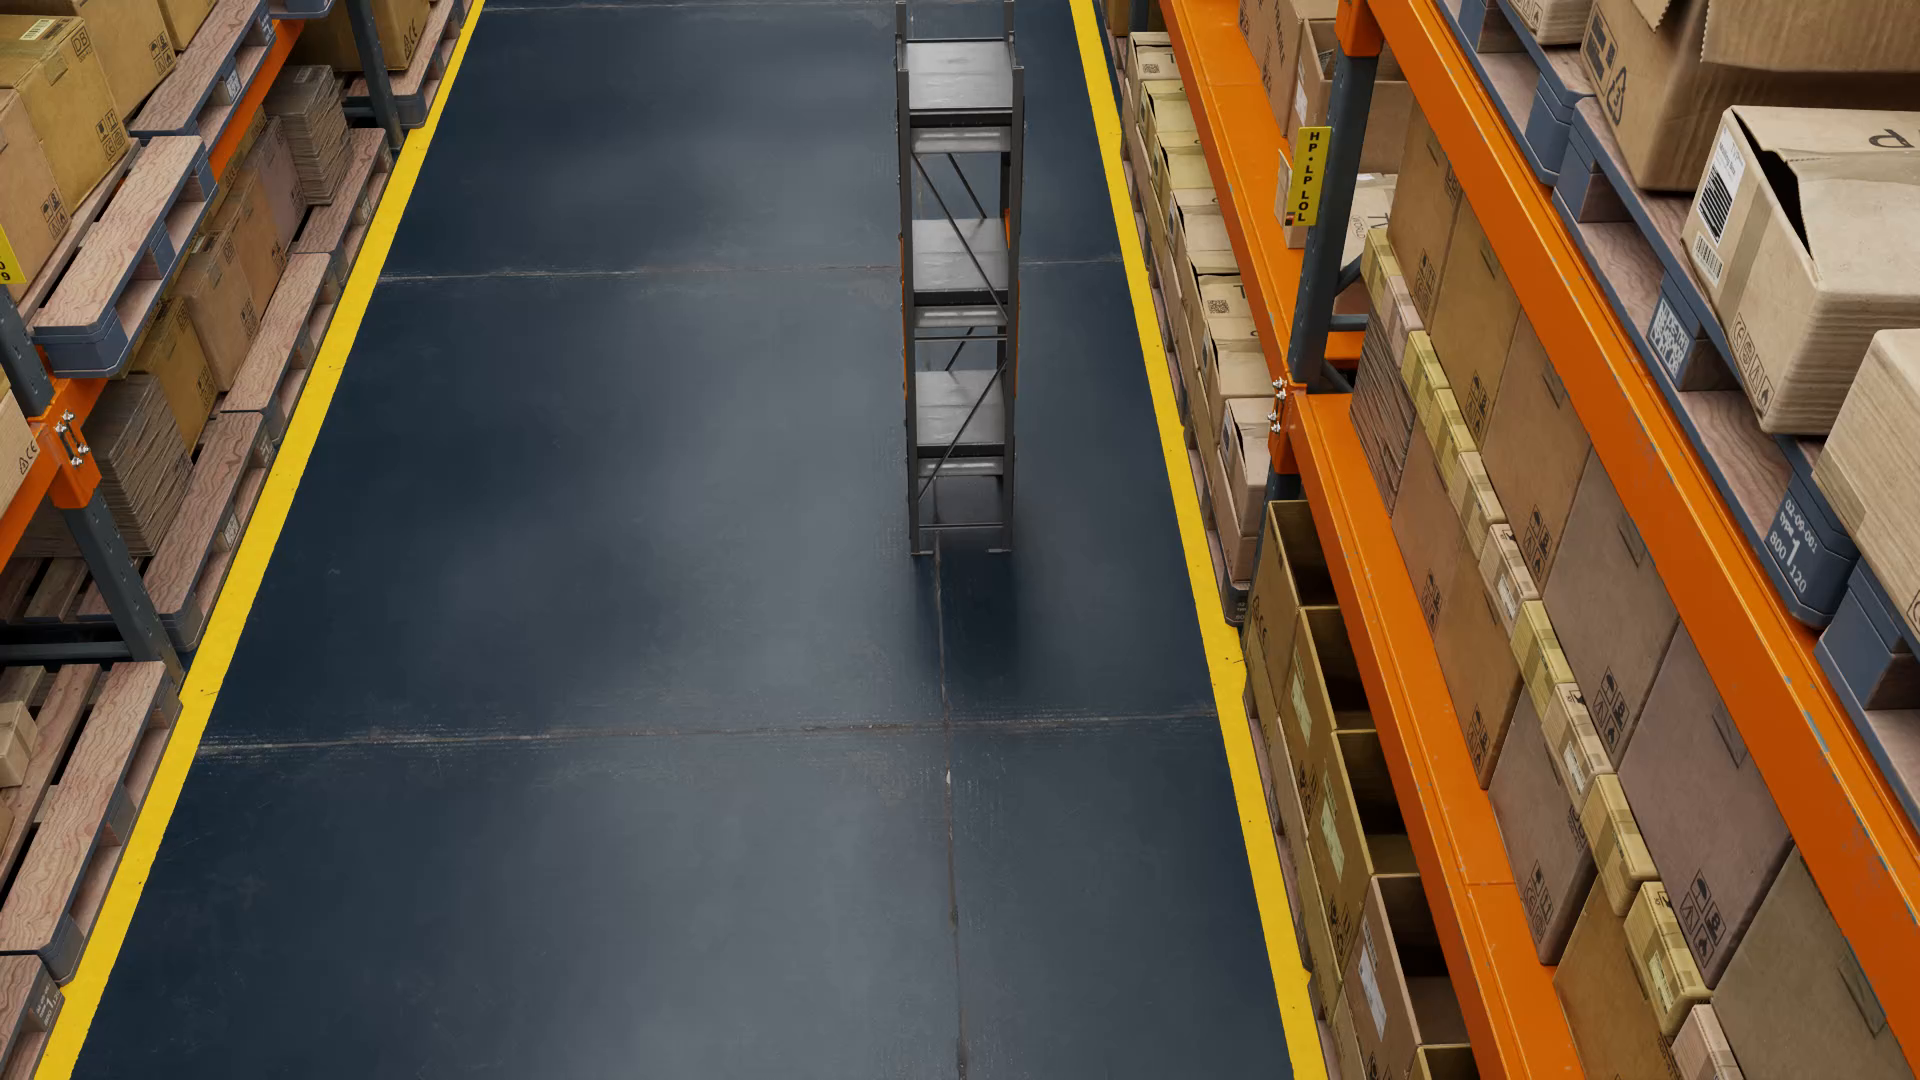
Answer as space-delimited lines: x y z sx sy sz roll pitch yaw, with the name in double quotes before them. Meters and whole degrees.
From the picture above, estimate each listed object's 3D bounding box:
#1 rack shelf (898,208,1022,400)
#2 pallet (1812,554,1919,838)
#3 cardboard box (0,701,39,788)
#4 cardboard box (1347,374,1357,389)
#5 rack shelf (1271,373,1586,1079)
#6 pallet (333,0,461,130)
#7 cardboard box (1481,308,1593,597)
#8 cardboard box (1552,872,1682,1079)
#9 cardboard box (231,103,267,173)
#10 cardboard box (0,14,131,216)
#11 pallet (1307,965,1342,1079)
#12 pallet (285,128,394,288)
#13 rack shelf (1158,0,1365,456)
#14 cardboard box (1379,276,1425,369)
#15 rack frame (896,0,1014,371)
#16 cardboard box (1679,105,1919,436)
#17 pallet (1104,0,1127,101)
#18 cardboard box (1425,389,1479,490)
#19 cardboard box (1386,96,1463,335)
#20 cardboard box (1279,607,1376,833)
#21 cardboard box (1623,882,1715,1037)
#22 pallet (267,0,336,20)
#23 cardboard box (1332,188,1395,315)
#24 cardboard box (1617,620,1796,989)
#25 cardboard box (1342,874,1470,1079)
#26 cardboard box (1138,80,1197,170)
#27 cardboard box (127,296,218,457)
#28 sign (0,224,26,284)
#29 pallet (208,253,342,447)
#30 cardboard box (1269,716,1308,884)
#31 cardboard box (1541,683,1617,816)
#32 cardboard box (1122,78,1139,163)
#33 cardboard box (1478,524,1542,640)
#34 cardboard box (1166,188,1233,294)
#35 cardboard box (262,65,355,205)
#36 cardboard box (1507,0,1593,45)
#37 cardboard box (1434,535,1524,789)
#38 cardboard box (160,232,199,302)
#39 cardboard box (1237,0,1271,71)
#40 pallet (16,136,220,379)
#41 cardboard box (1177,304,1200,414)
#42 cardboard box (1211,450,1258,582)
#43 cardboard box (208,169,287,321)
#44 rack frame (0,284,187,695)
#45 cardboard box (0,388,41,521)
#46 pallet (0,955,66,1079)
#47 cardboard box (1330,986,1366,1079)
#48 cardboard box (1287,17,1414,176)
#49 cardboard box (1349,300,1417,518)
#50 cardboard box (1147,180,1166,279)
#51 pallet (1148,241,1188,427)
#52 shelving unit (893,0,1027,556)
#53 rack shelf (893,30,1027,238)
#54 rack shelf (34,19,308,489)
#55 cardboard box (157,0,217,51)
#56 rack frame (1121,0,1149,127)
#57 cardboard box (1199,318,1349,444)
"rack shelf" -0.007 -0.876 6.172 0.431 0.518 0.480 -2 43 -2
"pallet" 1.734 0.457 1.877 1.003 0.211 1.213 -2 43 -2
"cardboard box" -3.328 0.695 5.543 0.380 0.166 0.250 -7 43 -7
"cardboard box" 1.783 -0.664 6.564 0.500 0.311 0.500 -2 43 -2
"rack shelf" 1.653 0.923 4.055 1.077 0.370 4.000 -2 43 -2
"pallet" -3.509 -2.754 9.598 1.003 0.211 1.213 -2 43 -2
"cardboard box" 1.636 -0.228 3.745 0.700 0.500 0.500 -2 43 -2
"cardboard box" 1.688 0.966 3.402 0.700 0.500 0.500 -1 43 -2
"cardboard box" -3.507 -1.894 7.565 0.500 0.250 0.500 -1 43 -1
"cardboard box" -3.385 -1.468 5.732 0.700 0.500 0.500 2 43 3
"pallet" 1.615 1.700 4.739 1.003 0.211 1.213 -2 43 -2
"pallet" -3.519 -1.692 8.440 1.003 0.211 1.213 -2 43 -2
"rack shelf" 1.483 -1.777 7.001 1.077 0.370 4.000 -2 43 -2
"cardboard box" 1.397 -0.612 4.643 0.380 0.149 0.250 -1 43 -1
"rack frame" -0.017 -1.051 6.342 0.400 2.100 0.015 -2 43 -2
"cardboard box" 1.402 -0.416 2.416 0.500 0.311 0.500 3 43 3
"pallet" 1.404 -2.869 9.724 1.003 0.211 1.213 -2 43 -2
"cardboard box" 1.422 -0.260 4.260 0.380 0.149 0.250 -2 43 -2
"cardboard box" 1.593 -0.908 4.486 0.700 0.500 0.500 -1 43 -2
"cardboard box" 1.304 0.550 5.099 0.500 0.500 0.500 -2 43 -2
"cardboard box" 1.488 0.784 3.121 0.380 0.149 0.250 0 43 0
"pallet" -3.414 -2.699 7.616 1.213 0.211 1.003 -2 43 -2
"cardboard box" 1.503 -0.968 5.697 0.500 0.250 0.500 1 43 1
"cardboard box" 1.678 0.447 3.008 0.700 0.500 0.500 -1 43 -2
"cardboard box" 1.341 1.225 4.363 0.500 0.500 0.500 -2 43 -2
"cardboard box" 1.158 -2.024 8.047 0.500 0.311 0.500 -3 43 -3
"cardboard box" -3.501 -0.632 6.744 0.700 0.500 0.500 -2 43 -3
"sign" -2.839 -0.887 4.857 0.100 0.325 0.005 -2 43 -2
"pallet" -3.471 -0.870 7.543 1.003 0.211 1.213 -2 43 -2
"cardboard box" 1.301 0.826 5.353 0.500 0.250 0.500 -2 43 -2
"cardboard box" 1.463 0.433 3.504 0.380 0.149 0.250 -2 43 -2
"cardboard box" 1.127 -2.171 8.623 0.500 0.250 0.500 -2 43 -2
"cardboard box" 1.445 0.089 3.879 0.380 0.149 0.250 -3 43 -3
"cardboard box" 1.199 -1.332 7.293 0.500 0.311 0.500 -2 43 -2
"cardboard box" -3.468 -2.004 8.240 0.700 0.500 0.500 -1 43 -1
"cardboard box" 1.349 -1.259 3.335 0.500 0.311 0.500 -4 43 -4
"cardboard box" 1.639 0.265 4.167 0.700 0.500 0.500 -1 43 -1
"cardboard box" -3.477 -1.209 6.819 0.500 0.250 0.500 -3 43 -3
"cardboard box" 1.486 -2.297 6.962 0.500 0.500 0.500 -4 43 -4
"pallet" -3.268 -0.997 5.759 1.003 0.211 1.213 -2 43 -2
"cardboard box" 1.219 -0.792 7.118 0.500 0.250 0.500 -1 43 -1
"cardboard box" 1.261 -0.105 6.368 0.500 0.250 0.500 -2 43 -2
"cardboard box" -3.513 -1.318 7.492 0.700 0.500 0.500 -2 43 -2
"rack frame" -3.381 -0.547 5.127 1.000 3.000 0.127 -2 43 -2
"cardboard box" -3.058 -0.188 4.832 0.500 0.250 0.500 -2 43 -2
"pallet" -3.263 1.759 4.675 1.003 0.211 1.213 -2 43 -2
"cardboard box" 1.344 1.501 4.616 0.500 0.250 0.500 -2 43 -2
"cardboard box" 1.529 -1.603 6.205 0.500 0.500 0.500 1 43 1
"cardboard box" 1.593 -0.429 4.925 0.700 0.500 0.500 -3 43 -3
"cardboard box" 1.177 -1.481 7.870 0.500 0.250 0.500 -3 43 -3
"pallet" 1.443 -0.986 7.669 1.003 0.211 1.213 -2 43 -2
"shelving unit" -0.007 -0.886 6.162 0.431 2.100 0.503 -2 43 -2
"rack shelf" -0.007 -1.392 5.699 0.431 0.518 0.480 -2 43 -2
"rack shelf" -3.466 -1.632 6.843 1.077 0.370 4.000 -2 43 -2
"cardboard box" -3.446 -2.289 6.628 0.700 0.500 0.500 -2 43 -2
"rack frame" 1.398 -3.392 8.231 1.000 3.000 0.127 -2 43 -2
"cardboard box" 1.236 -0.656 6.555 0.500 0.311 0.500 -1 43 -1
